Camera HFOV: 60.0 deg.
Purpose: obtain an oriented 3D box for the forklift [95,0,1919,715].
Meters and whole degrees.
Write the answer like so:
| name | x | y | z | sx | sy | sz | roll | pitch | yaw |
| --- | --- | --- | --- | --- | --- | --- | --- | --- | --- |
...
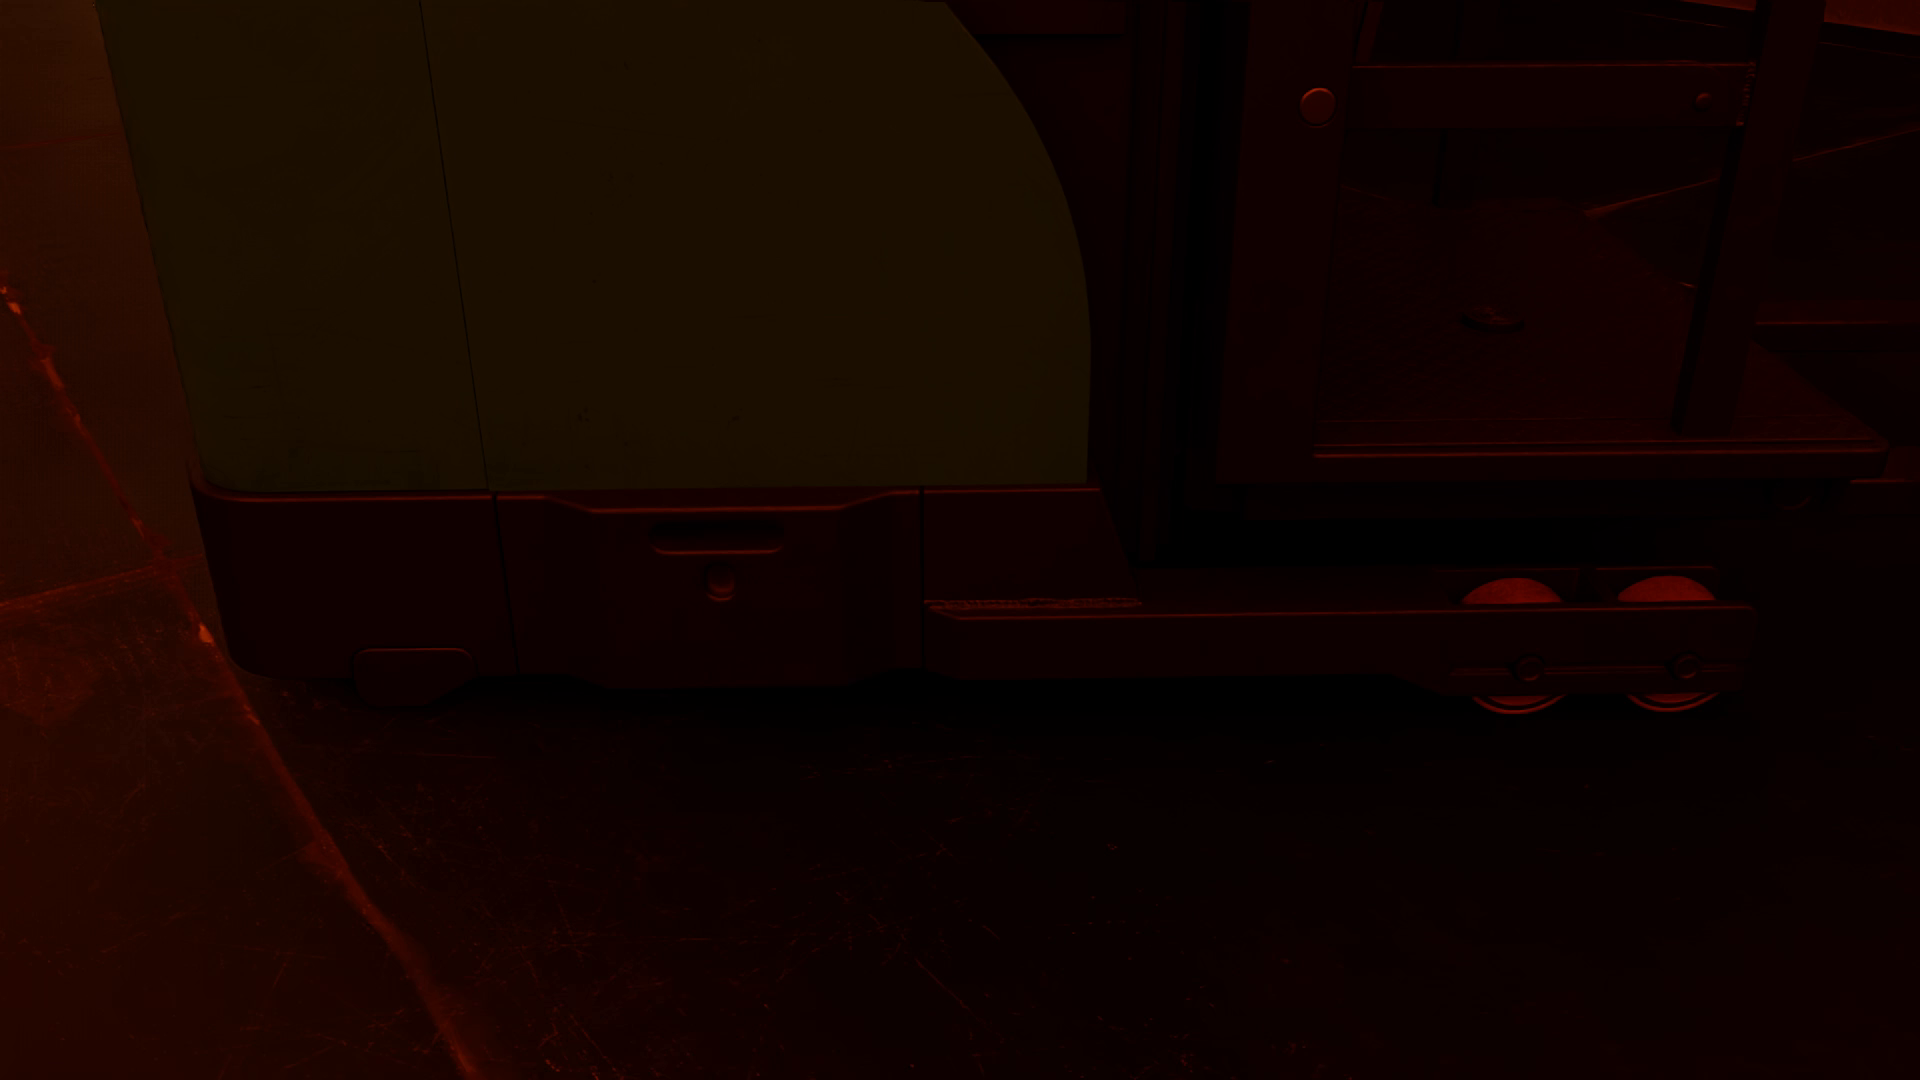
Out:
| name | x | y | z | sx | sy | sz | roll | pitch | yaw |
| --- | --- | --- | --- | --- | --- | --- | --- | --- | --- |
| forklift | 0.586 | -1.331 | 1.885 | 3.031 | 2.935 | 1.130 | -1 | 27 | -2 |
